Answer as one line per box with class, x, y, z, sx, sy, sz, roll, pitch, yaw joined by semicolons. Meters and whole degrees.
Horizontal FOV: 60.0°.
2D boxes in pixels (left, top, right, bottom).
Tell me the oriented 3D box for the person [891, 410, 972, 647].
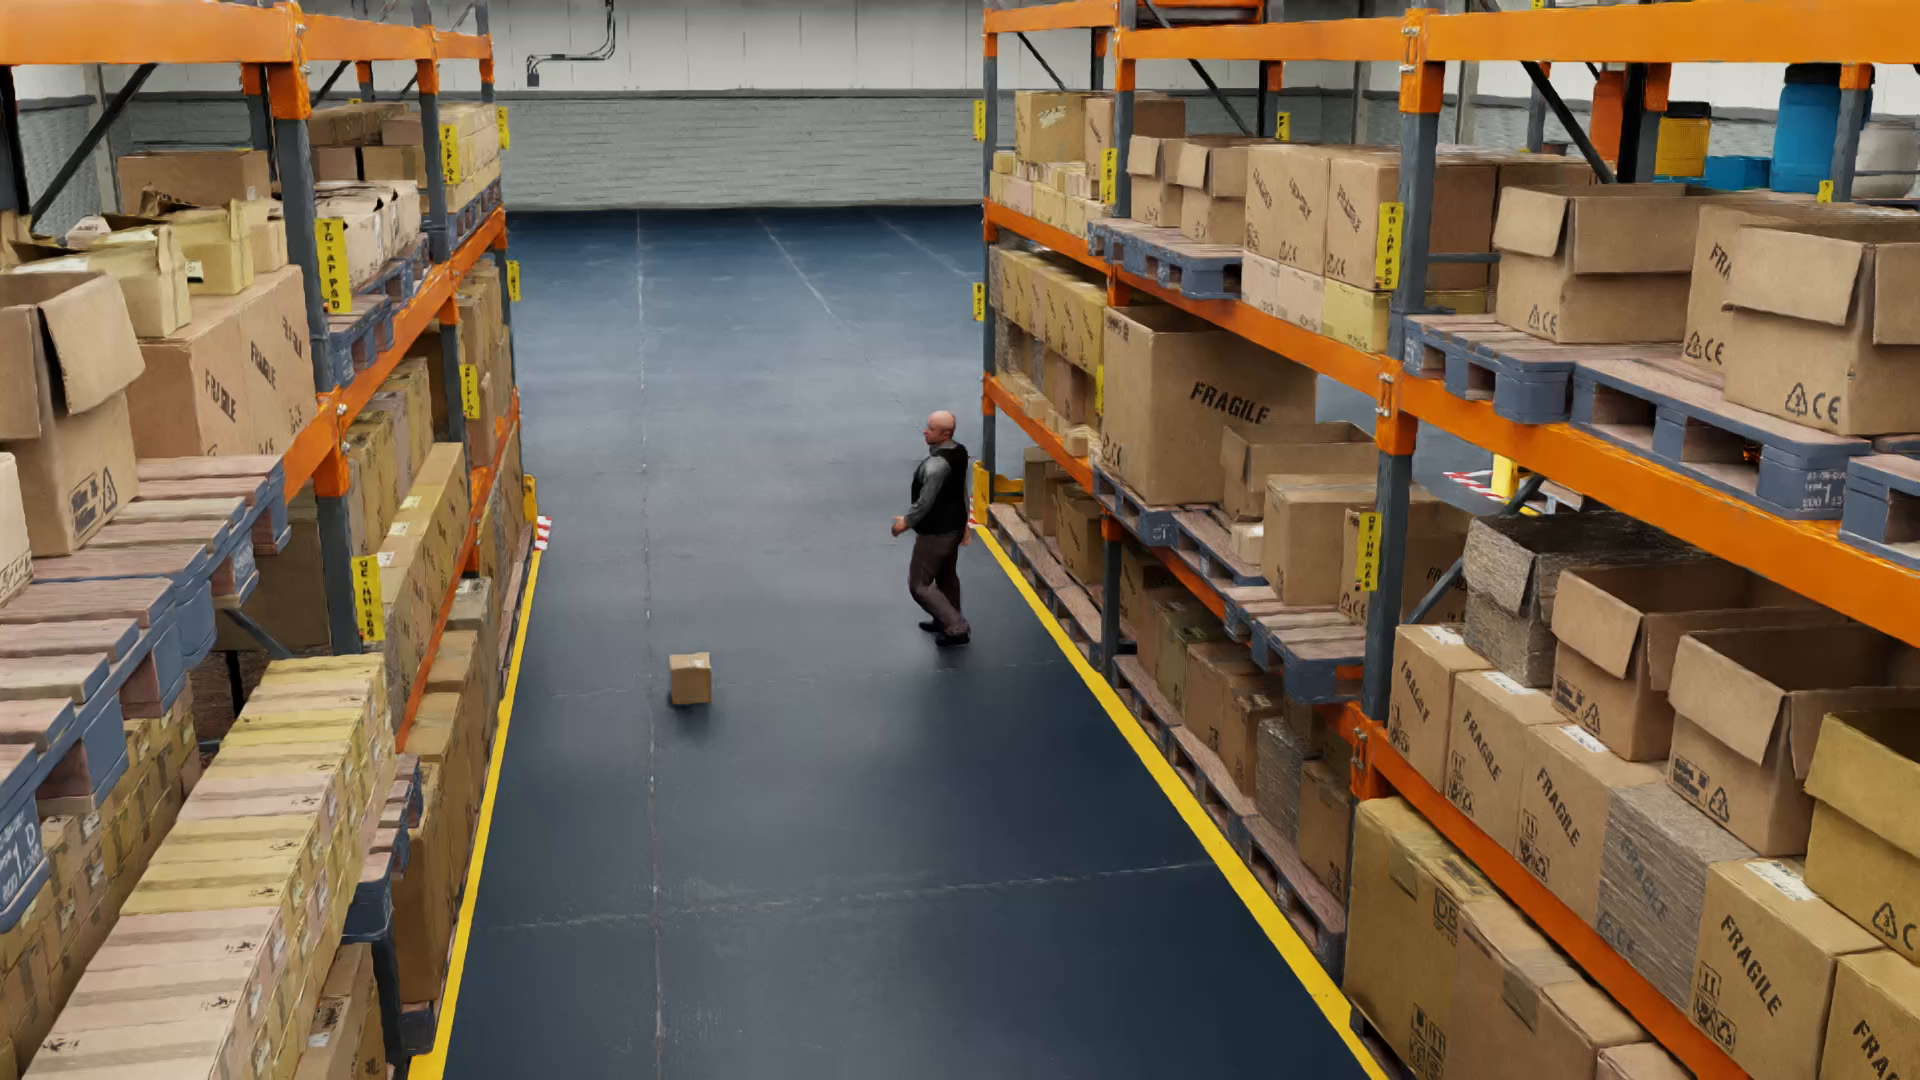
person;-0.146;-0.088;11.424;0.596;1.692;0.698;4;17;14
